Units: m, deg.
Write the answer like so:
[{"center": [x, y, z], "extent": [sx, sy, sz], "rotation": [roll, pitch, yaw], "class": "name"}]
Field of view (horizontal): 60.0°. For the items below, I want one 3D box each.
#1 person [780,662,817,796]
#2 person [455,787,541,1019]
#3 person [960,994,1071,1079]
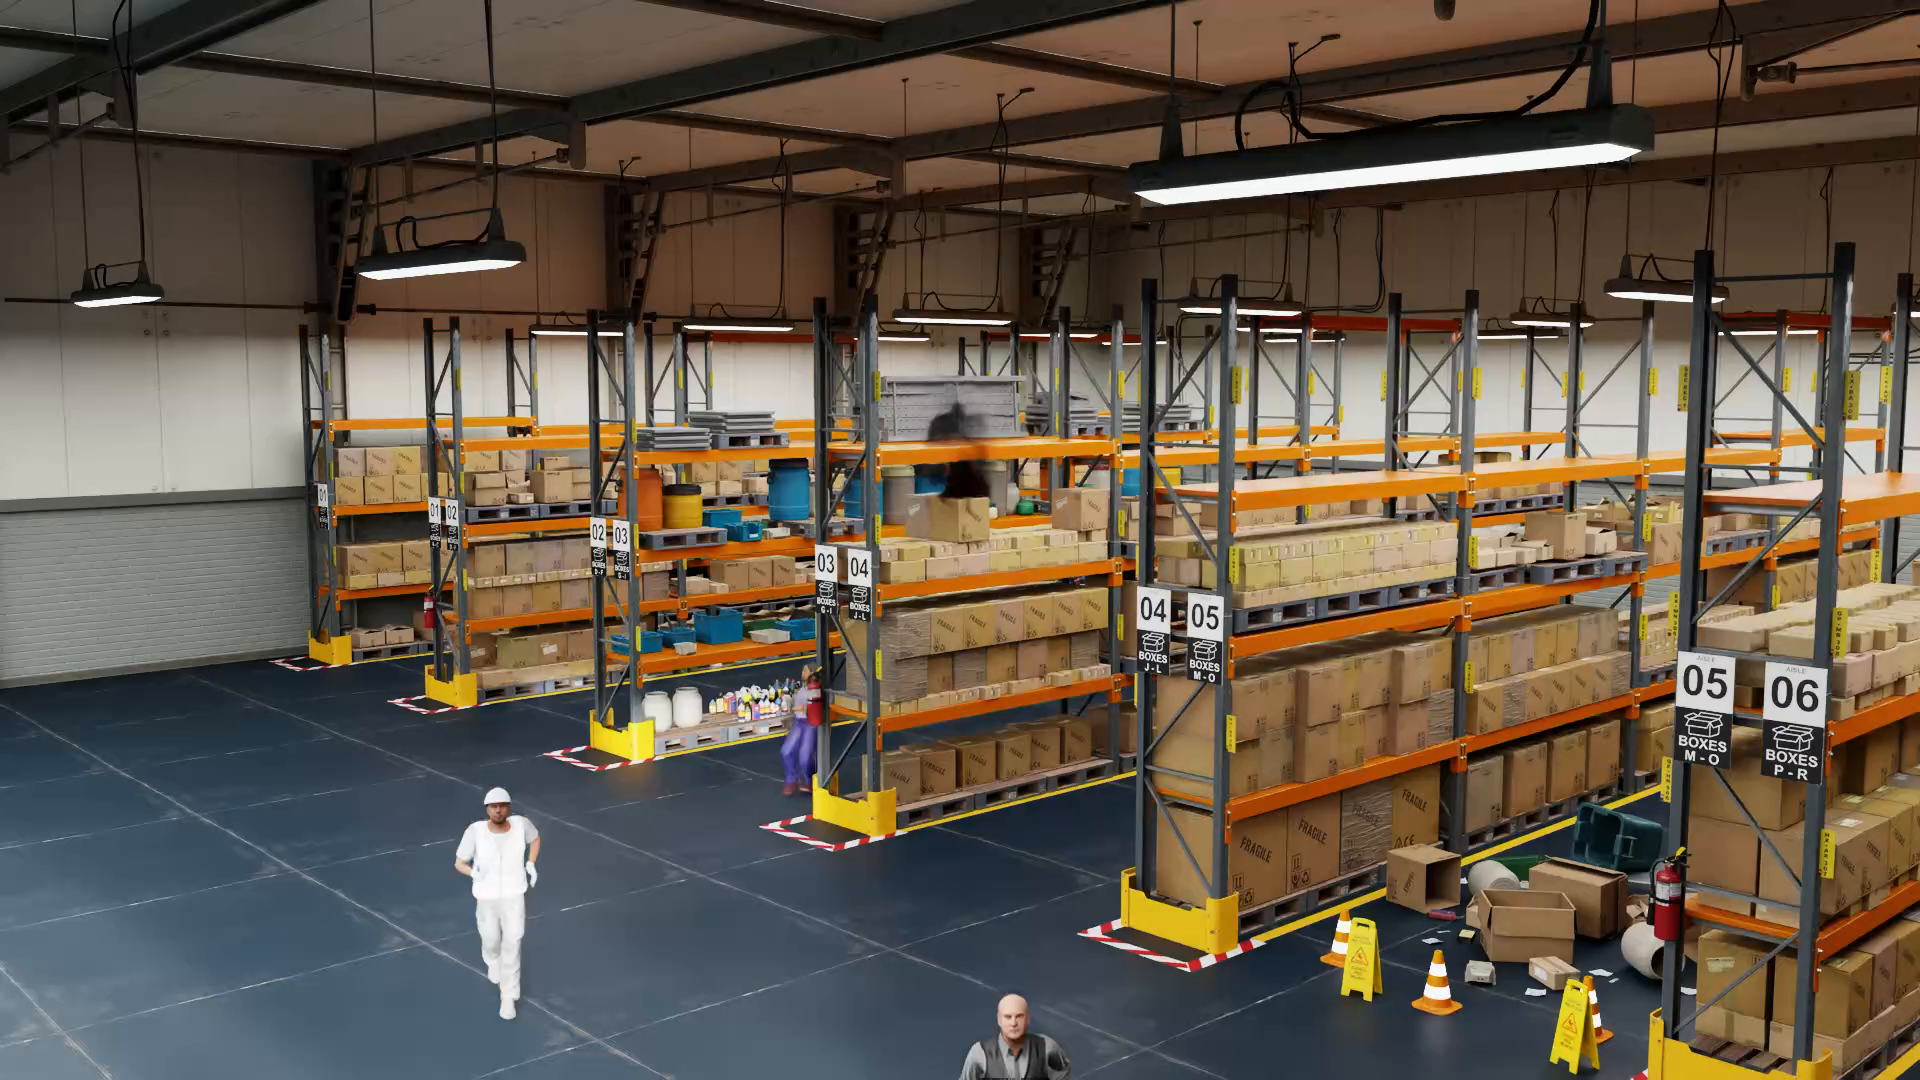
[{"center": [-1.887, 2.332, 20.363], "extent": [0.629, 1.651, 0.600], "rotation": [-5, 8, -40], "class": "person"}, {"center": [-3.743, 2.883, 13.527], "extent": [0.688, 1.765, 1.013], "rotation": [-2, 6, -18], "class": "person"}, {"center": [0.297, 3.360, 9.186], "extent": [0.657, 1.724, 0.950], "rotation": [0, 6, 0], "class": "person"}]
